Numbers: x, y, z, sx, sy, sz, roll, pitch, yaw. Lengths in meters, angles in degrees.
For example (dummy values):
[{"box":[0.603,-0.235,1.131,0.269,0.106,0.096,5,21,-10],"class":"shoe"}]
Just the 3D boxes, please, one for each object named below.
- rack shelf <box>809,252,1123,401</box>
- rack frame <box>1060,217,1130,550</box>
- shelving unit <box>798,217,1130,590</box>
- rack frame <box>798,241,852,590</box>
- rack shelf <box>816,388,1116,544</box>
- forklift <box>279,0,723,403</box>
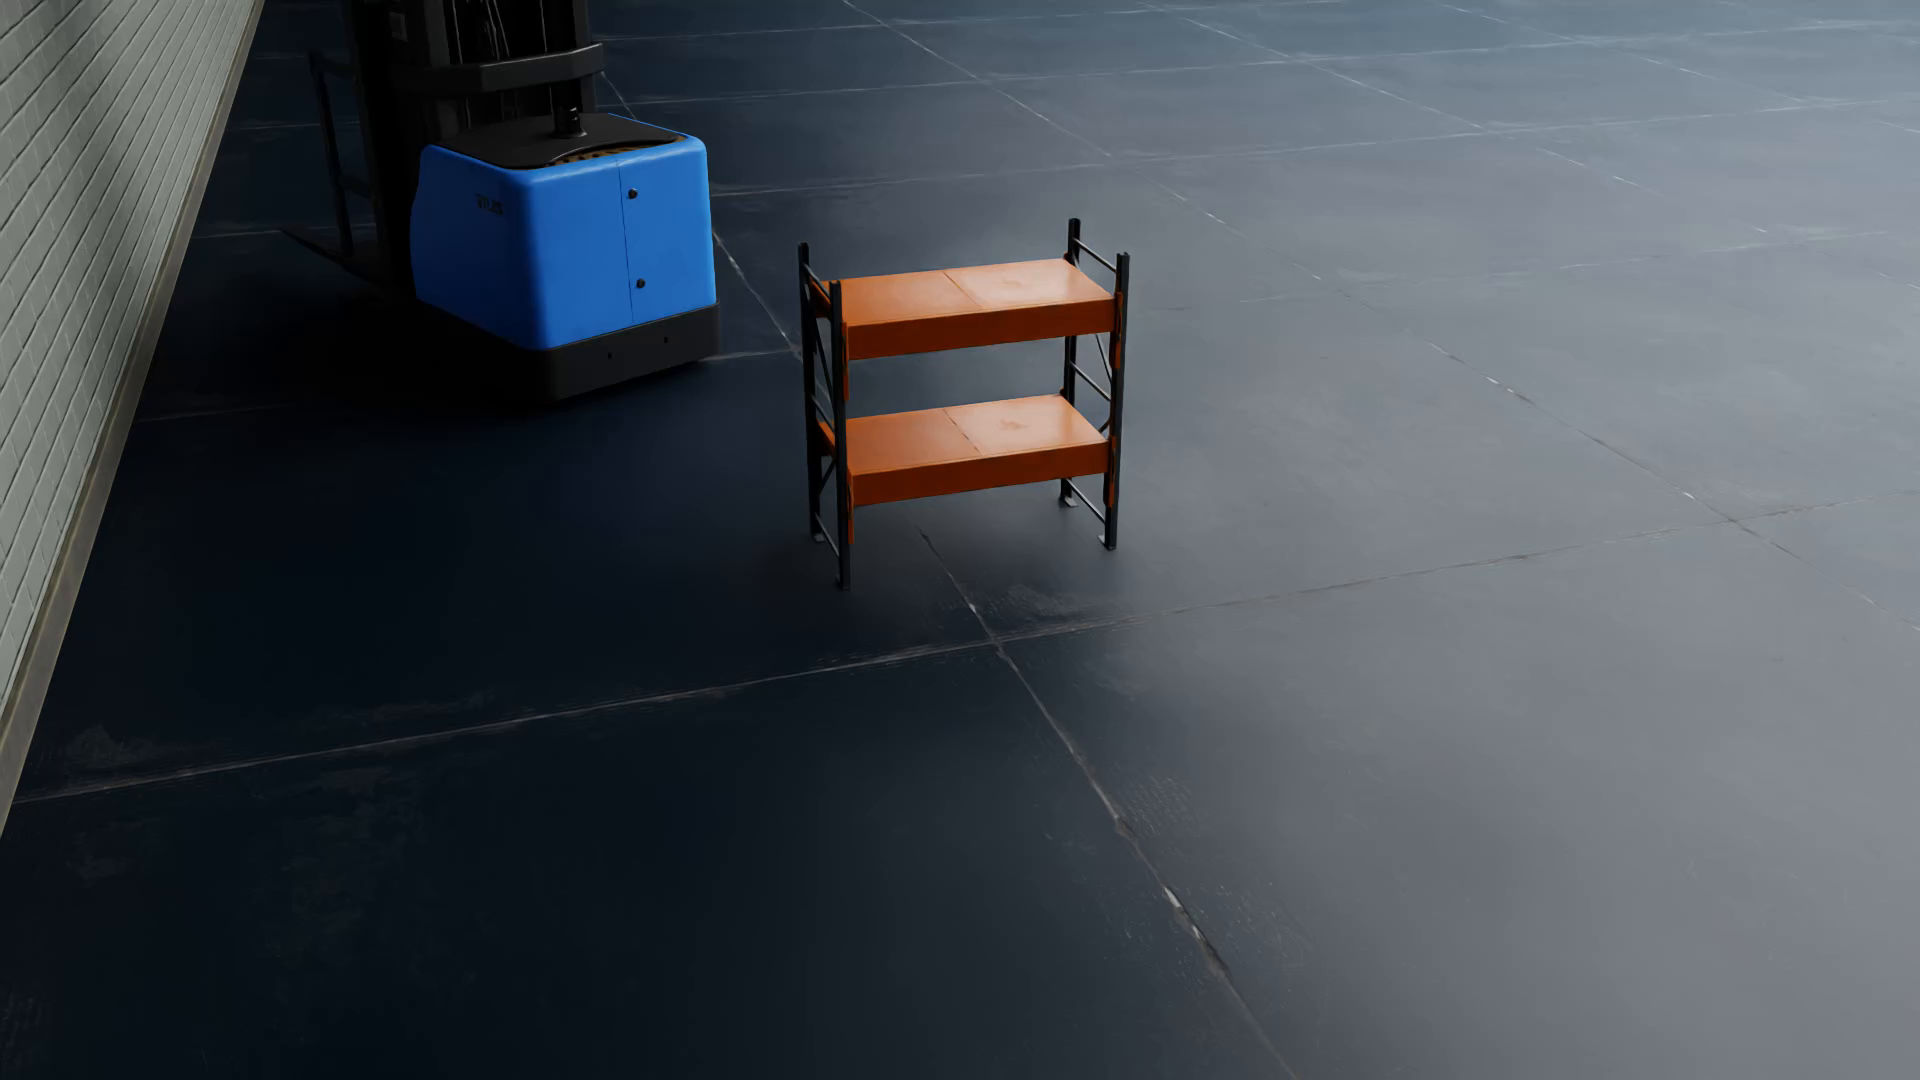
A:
[{"box":[0.006,-0.767,5.872,1.000,0.278,0.538,-8,28,-16],"class":"rack shelf"},{"box":[0.490,-0.575,6.143,0.032,1.125,0.500,-8,28,-16],"class":"rack frame"},{"box":[0.006,-0.505,6.002,1.048,1.125,0.538,-8,28,-16],"class":"shelving unit"},{"box":[-0.477,-0.435,5.861,0.032,1.125,0.500,-8,28,-16],"class":"rack frame"},{"box":[0.006,-0.286,6.110,1.000,0.278,0.538,-8,28,-16],"class":"rack shelf"},{"box":[-2.510,-2.479,7.948,1.130,2.935,3.031,-23,34,-38],"class":"forklift"}]
